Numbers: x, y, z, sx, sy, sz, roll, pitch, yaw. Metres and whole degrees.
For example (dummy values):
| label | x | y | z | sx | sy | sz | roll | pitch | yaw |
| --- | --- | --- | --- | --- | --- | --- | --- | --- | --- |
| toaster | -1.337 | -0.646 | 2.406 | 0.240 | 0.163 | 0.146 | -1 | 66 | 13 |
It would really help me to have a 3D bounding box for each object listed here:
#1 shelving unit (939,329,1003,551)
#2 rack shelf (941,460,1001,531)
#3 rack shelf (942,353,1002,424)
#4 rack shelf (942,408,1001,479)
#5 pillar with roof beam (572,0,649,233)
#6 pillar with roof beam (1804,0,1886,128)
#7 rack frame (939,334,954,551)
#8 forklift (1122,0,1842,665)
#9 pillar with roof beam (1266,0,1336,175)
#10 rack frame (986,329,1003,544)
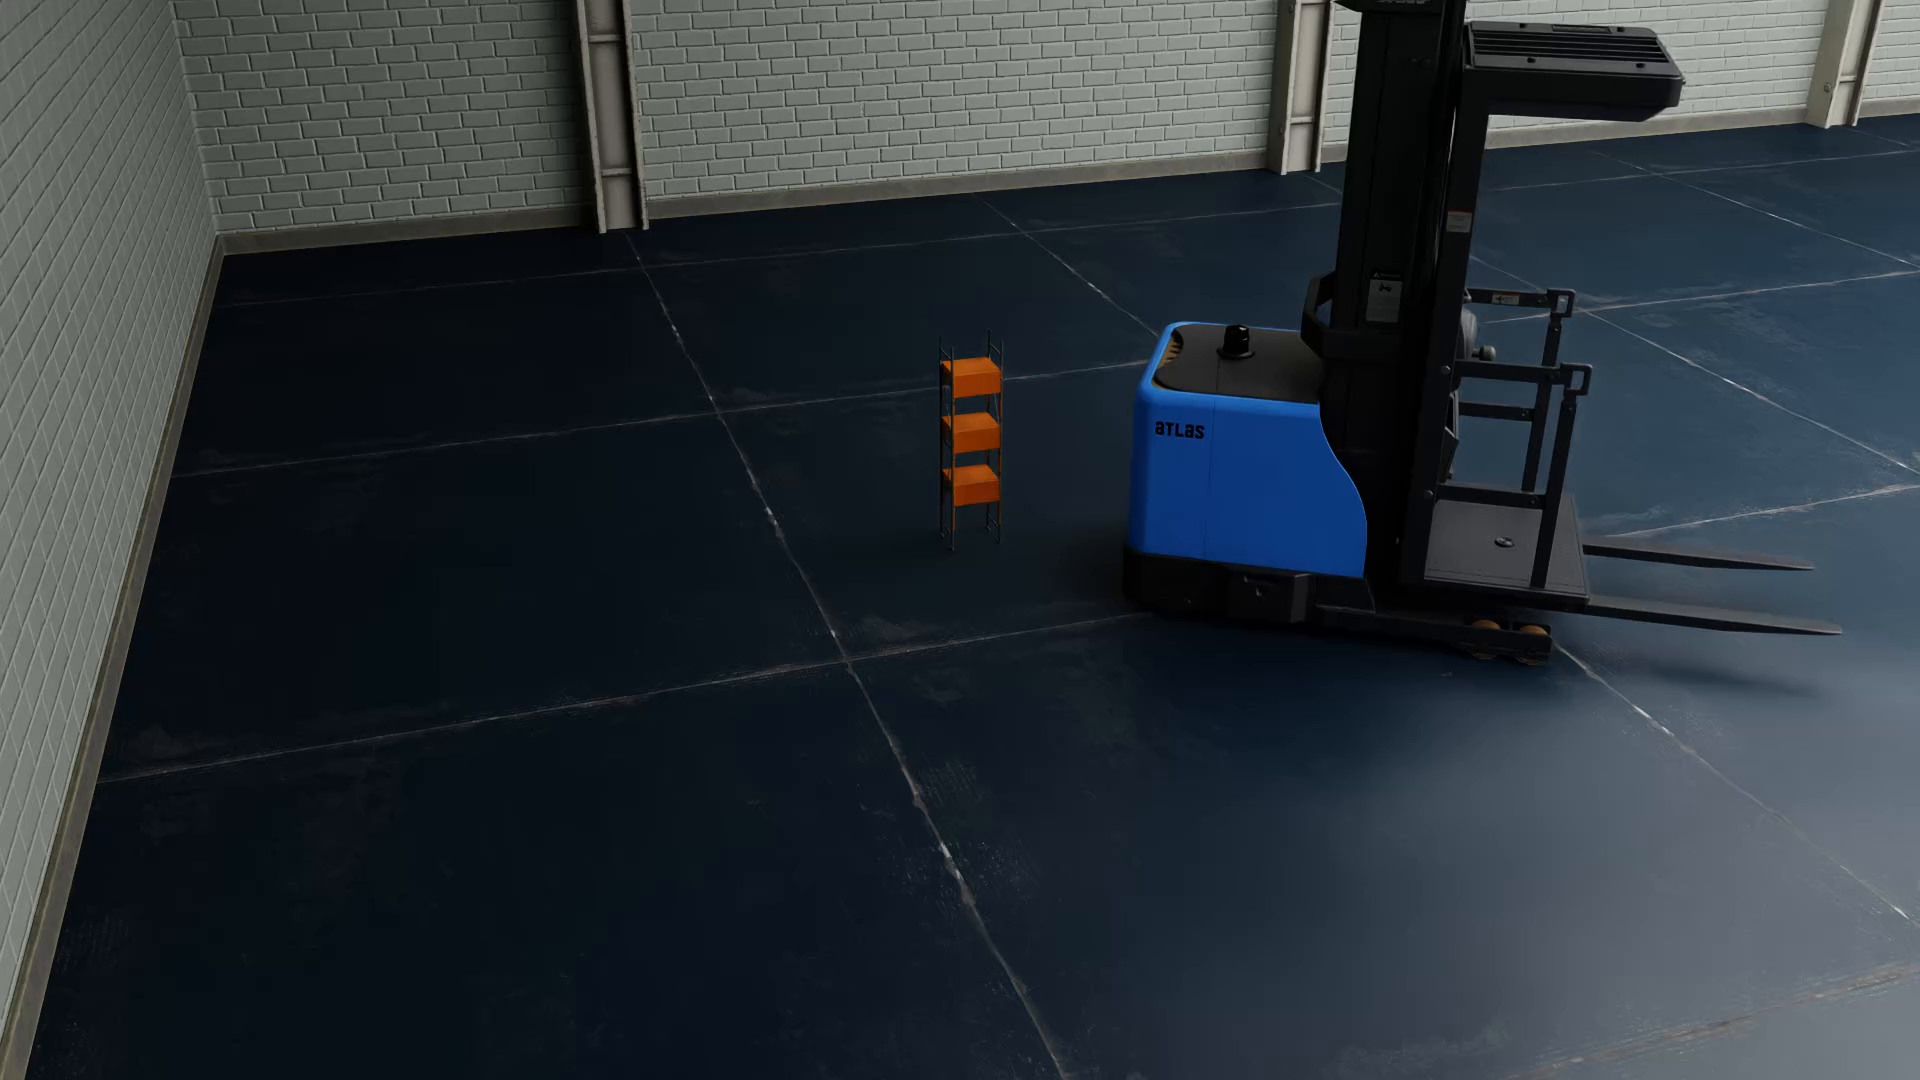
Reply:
| label | x | y | z | sx | sy | sz | roll | pitch | yaw |
| --- | --- | --- | --- | --- | --- | --- | --- | --- | --- |
| shelving unit | 0.051 | -0.478 | 8.031 | 0.252 | 1.050 | 0.215 | -8 | 28 | -16 |
| rack shelf | 0.051 | -0.219 | 8.160 | 0.240 | 0.259 | 0.215 | -8 | 28 | -16 |
| rack shelf | 0.051 | -0.722 | 7.910 | 0.240 | 0.259 | 0.215 | -8 | 28 | -16 |
| rack shelf | 0.051 | -0.468 | 8.036 | 0.240 | 0.259 | 0.215 | -8 | 28 | -16 |
| pillar with roof beam | -1.377 | -4.725 | 7.648 | 0.400 | 9.000 | 9.100 | -8 | 28 | -16 |
| pillar with roof beam | 10.033 | -6.378 | 10.977 | 0.400 | 9.000 | 9.100 | -8 | 28 | -16 |
| rack frame | -0.065 | -0.461 | 7.998 | 0.008 | 1.050 | 0.200 | -8 | 28 | -16 |
| forklift | 2.315 | -1.037 | 7.042 | 3.031 | 2.935 | 1.130 | 7 | 27 | 13 |
| pillar with roof beam | 4.328 | -5.551 | 9.312 | 0.400 | 9.000 | 9.100 | -8 | 28 | -16 |
| rack frame | 0.167 | -0.494 | 8.065 | 0.008 | 1.050 | 0.200 | -8 | 28 | -16 |
